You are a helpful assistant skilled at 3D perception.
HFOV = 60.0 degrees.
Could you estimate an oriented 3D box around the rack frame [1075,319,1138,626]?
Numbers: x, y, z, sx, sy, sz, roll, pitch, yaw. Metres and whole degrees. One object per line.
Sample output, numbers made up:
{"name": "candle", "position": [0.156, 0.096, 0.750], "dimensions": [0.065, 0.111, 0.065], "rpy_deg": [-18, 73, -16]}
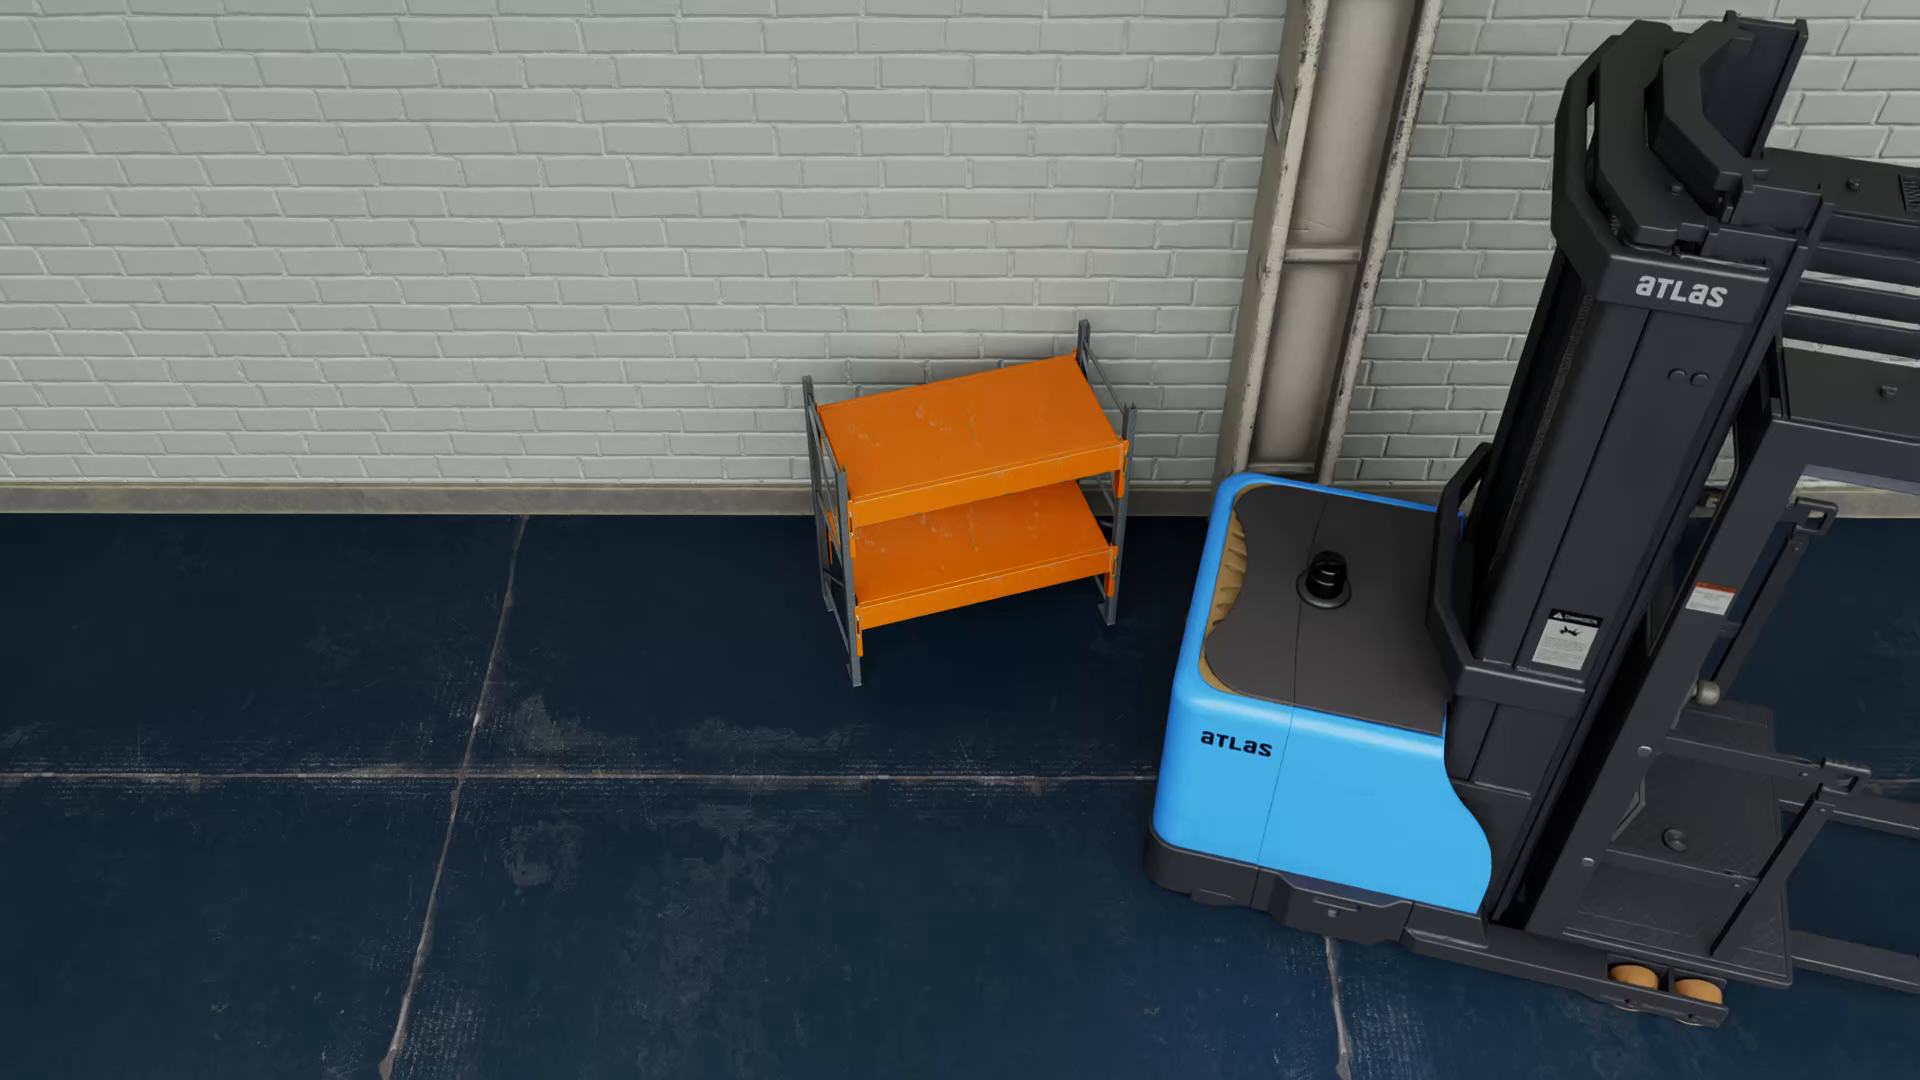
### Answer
{"name": "rack frame", "position": [0.513, -0.229, 6.195], "dimensions": [0.032, 1.125, 0.500], "rpy_deg": [-13, 48, -12]}

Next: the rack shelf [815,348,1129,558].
{"name": "rack shelf", "position": [0.027, -0.318, 5.878], "dimensions": [1.000, 0.278, 0.538], "rpy_deg": [-13, 48, -12]}

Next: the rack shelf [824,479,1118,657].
{"name": "rack shelf", "position": [0.027, 0.048, 6.271], "dimensions": [1.000, 0.278, 0.538], "rpy_deg": [-13, 48, -12]}

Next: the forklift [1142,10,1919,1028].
{"name": "forklift", "position": [2.193, 0.115, 4.640], "dimensions": [3.031, 2.935, 1.130], "rpy_deg": [11, 48, 10]}

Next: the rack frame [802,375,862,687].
{"name": "rack frame", "position": [-0.458, -0.009, 5.990], "dimensions": [0.032, 1.125, 0.500], "rpy_deg": [-13, 48, -12]}

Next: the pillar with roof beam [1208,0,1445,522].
{"name": "pillar with roof beam", "position": [1.204, 0.073, 0.534], "dimensions": [0.400, 9.000, 9.100], "rpy_deg": [0, 47, 0]}

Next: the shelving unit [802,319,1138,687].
{"name": "shelving unit", "position": [0.027, -0.119, 6.092], "dimensions": [1.048, 1.125, 0.538], "rpy_deg": [-13, 48, -12]}
